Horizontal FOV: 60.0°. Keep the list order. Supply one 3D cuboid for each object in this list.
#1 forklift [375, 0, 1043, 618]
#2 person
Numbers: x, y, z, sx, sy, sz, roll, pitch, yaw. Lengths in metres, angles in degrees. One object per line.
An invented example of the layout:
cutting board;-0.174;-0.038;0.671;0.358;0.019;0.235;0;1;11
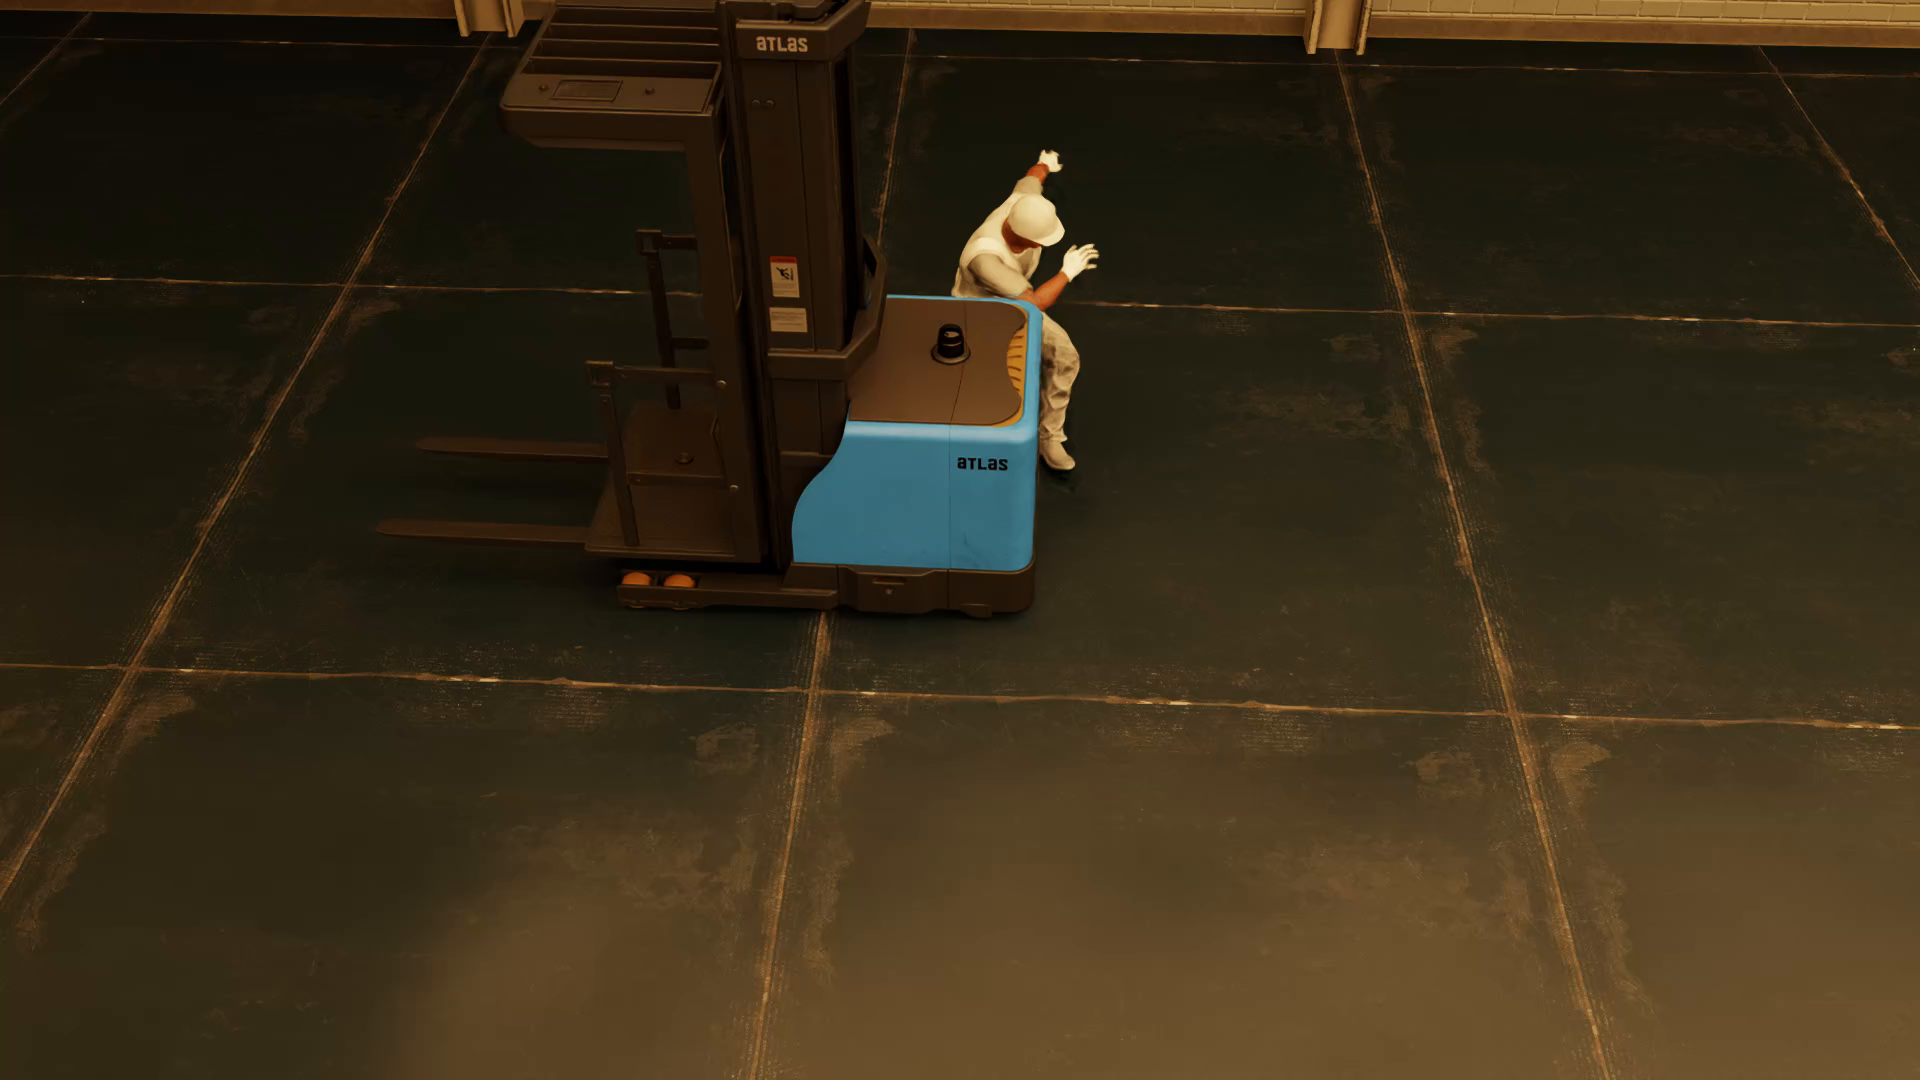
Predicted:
forklift;-1.154;-1.118;6.967;3.031;2.935;1.130;2;42;3
person;0.405;-1.170;8.141;0.859;1.422;1.334;26;48;26
